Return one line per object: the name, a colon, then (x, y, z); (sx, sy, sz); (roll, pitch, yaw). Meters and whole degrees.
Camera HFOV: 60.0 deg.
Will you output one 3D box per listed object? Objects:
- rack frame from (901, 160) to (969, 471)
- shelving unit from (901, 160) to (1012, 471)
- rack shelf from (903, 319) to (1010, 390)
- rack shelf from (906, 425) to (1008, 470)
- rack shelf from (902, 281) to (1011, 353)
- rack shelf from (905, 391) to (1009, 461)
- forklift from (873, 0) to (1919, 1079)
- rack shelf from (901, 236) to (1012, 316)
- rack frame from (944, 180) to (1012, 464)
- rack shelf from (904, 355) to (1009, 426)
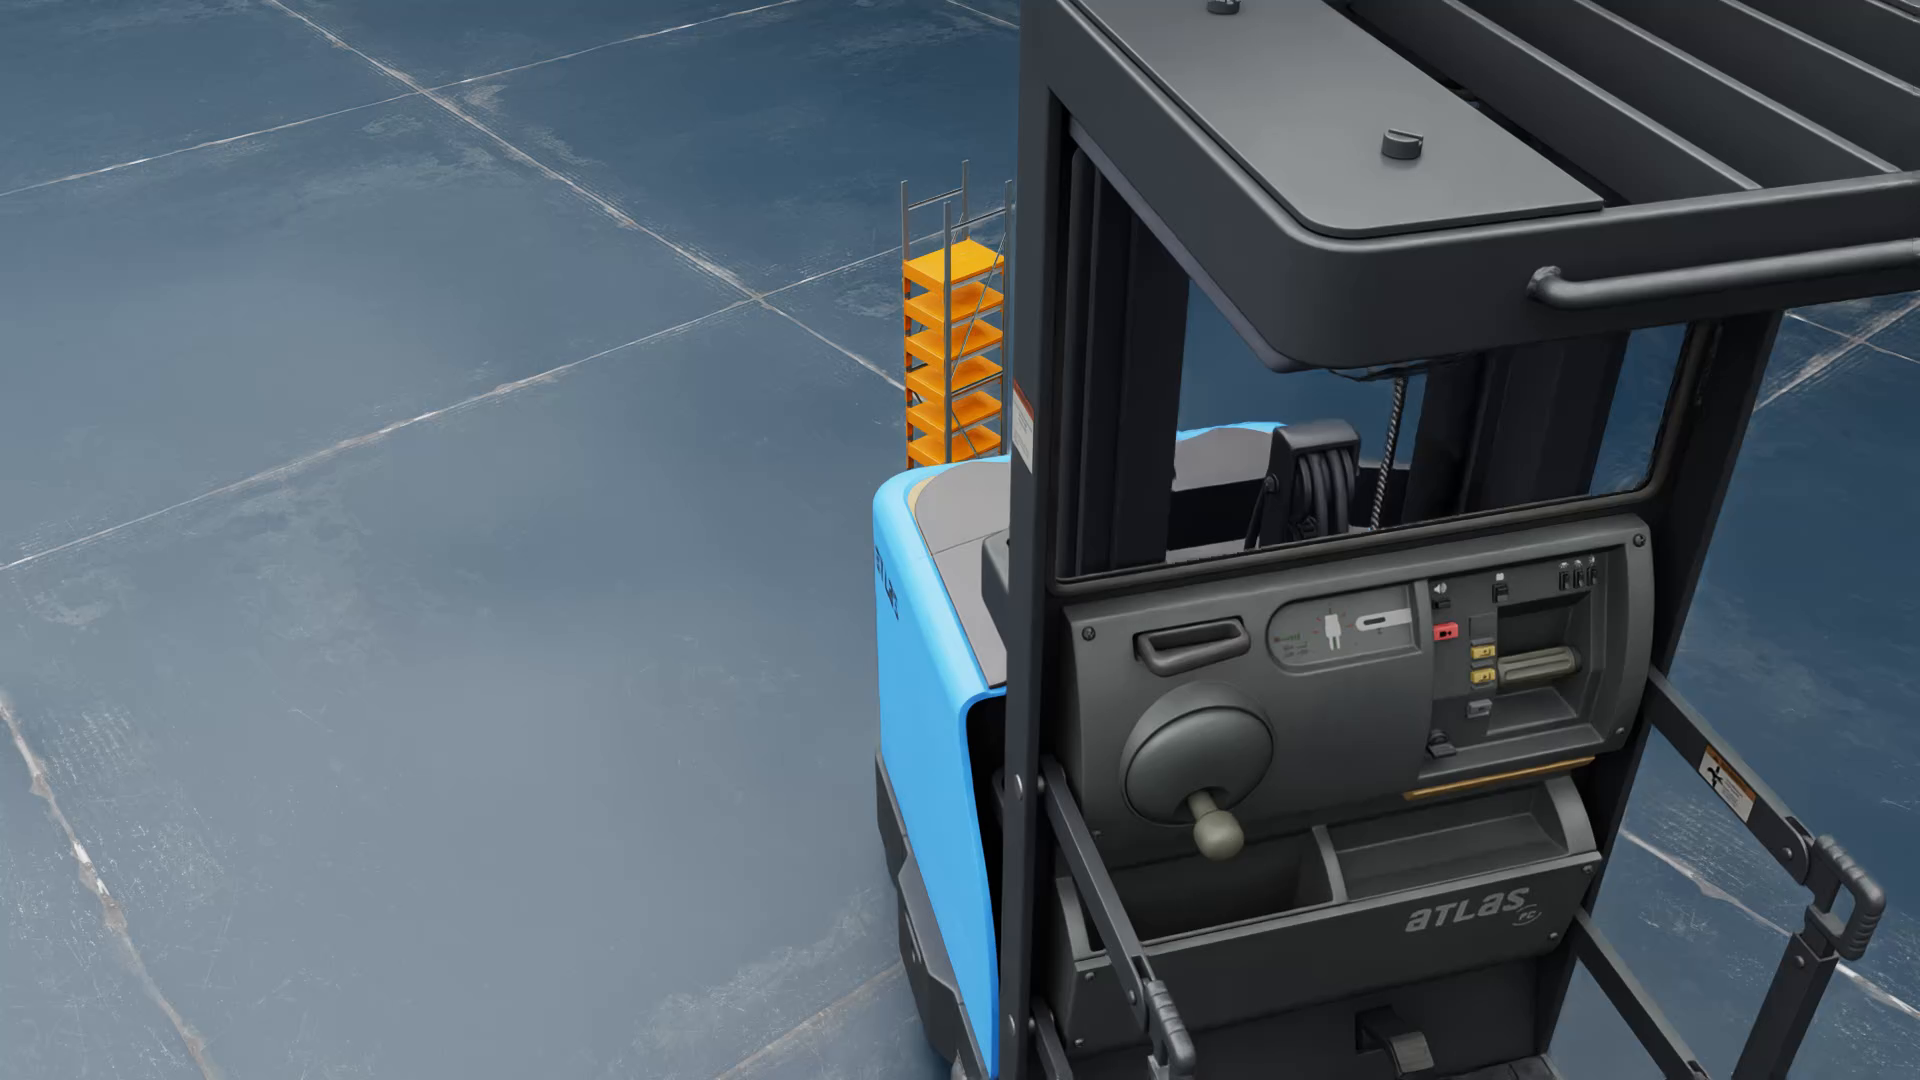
rack frame: (-0.068, -0.536, 4.969); (0.240, 1.200, 0.006); (-26, 43, -32)
shelving unit: (-0.009, -0.496, 4.912); (0.258, 1.200, 0.189); (-26, 43, -32)
rack shelf: (-0.009, -0.558, 4.869); (0.258, 0.103, 0.180); (-26, 43, -32)
rack shelf: (-0.009, -0.264, 5.077); (0.258, 0.103, 0.180); (-26, 43, -32)
rack shelf: (-0.009, -0.656, 4.799); (0.258, 0.103, 0.180); (-26, 43, -32)
rack shelf: (-0.009, -0.362, 5.007); (0.258, 0.103, 0.180); (-26, 43, -32)
forklift: (0.670, 0.284, 2.313); (1.130, 2.935, 3.031); (-9, 36, -12)
rack shelf: (-0.009, -0.754, 4.730); (0.258, 0.103, 0.180); (-26, 43, -32)
rack frame: (0.050, -0.456, 4.855); (0.240, 1.200, 0.006); (-26, 43, -32)
rack shelf: (-0.009, -0.460, 4.938); (0.258, 0.103, 0.180); (-26, 43, -32)
